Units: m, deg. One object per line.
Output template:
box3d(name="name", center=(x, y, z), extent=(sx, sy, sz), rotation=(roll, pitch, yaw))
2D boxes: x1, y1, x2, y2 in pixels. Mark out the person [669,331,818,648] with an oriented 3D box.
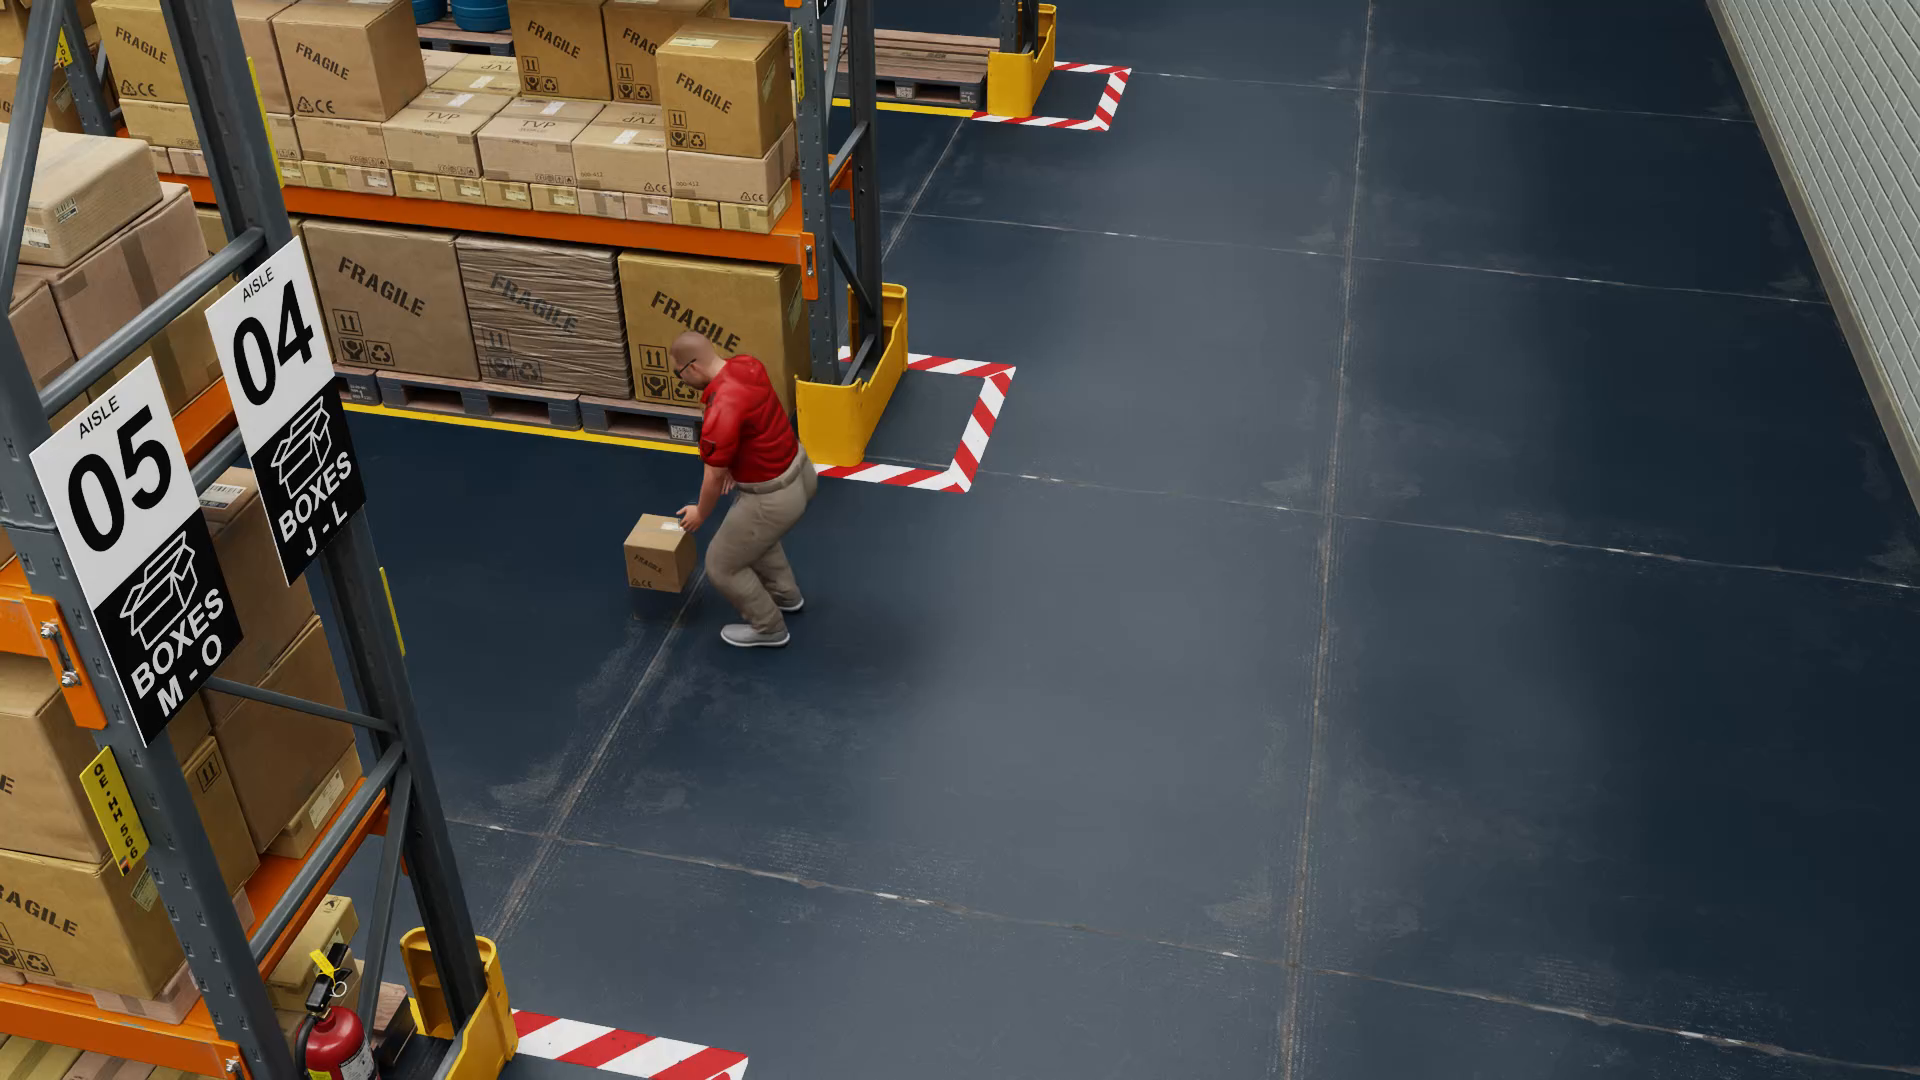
box3d(name="person", center=(-0.948, -0.216, 7.421), extent=(0.574, 1.567, 0.581), rotation=(8, 37, 11))
